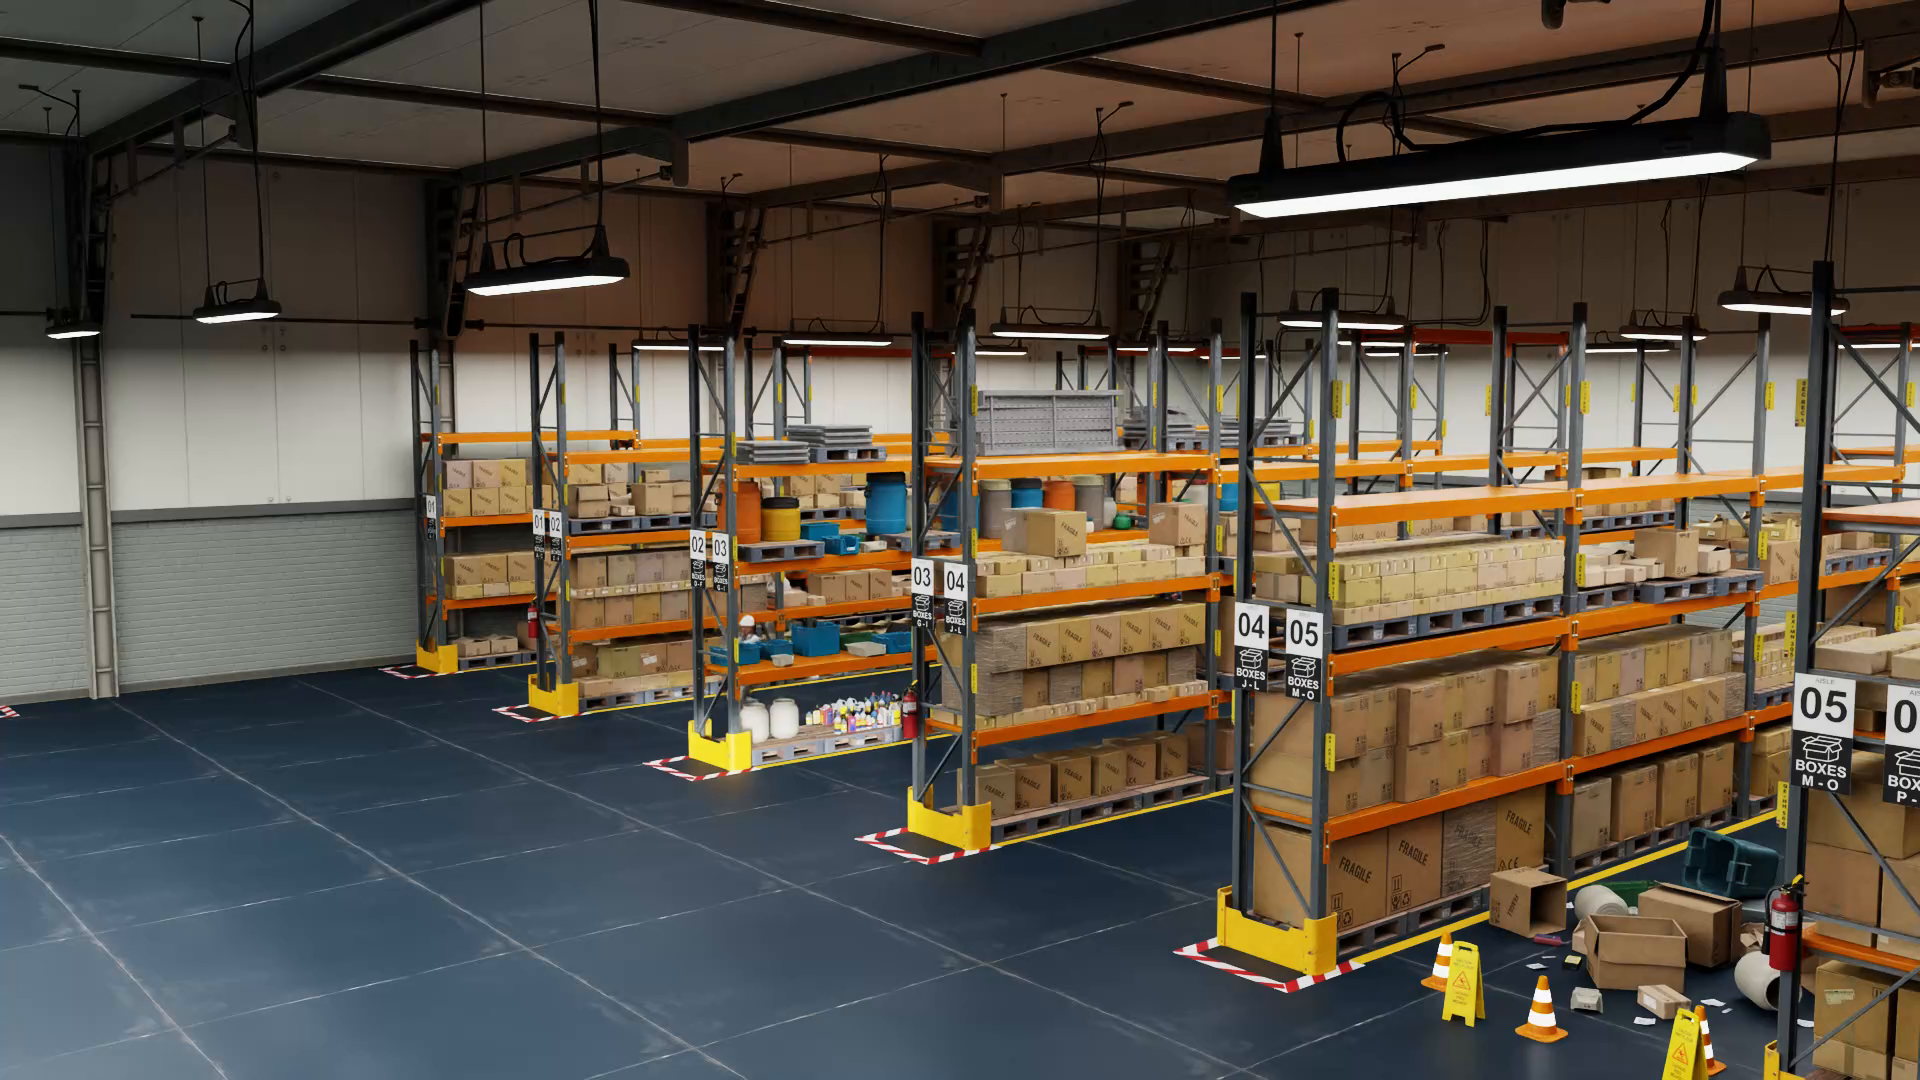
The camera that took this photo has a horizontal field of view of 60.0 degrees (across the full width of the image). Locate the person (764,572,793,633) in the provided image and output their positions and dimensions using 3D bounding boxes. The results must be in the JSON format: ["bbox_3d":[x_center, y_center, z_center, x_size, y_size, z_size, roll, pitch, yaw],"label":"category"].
[{"bbox_3d":[-3.453,1.334,32.149,0.765,1.786,0.969,5,7,44],"label":"person"}]

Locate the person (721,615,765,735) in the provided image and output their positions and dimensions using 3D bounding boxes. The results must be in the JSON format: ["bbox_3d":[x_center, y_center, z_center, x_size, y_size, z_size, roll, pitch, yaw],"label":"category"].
[{"bbox_3d":[-3.233,2.007,24.877,0.612,1.769,0.767,3,6,32],"label":"person"}]
